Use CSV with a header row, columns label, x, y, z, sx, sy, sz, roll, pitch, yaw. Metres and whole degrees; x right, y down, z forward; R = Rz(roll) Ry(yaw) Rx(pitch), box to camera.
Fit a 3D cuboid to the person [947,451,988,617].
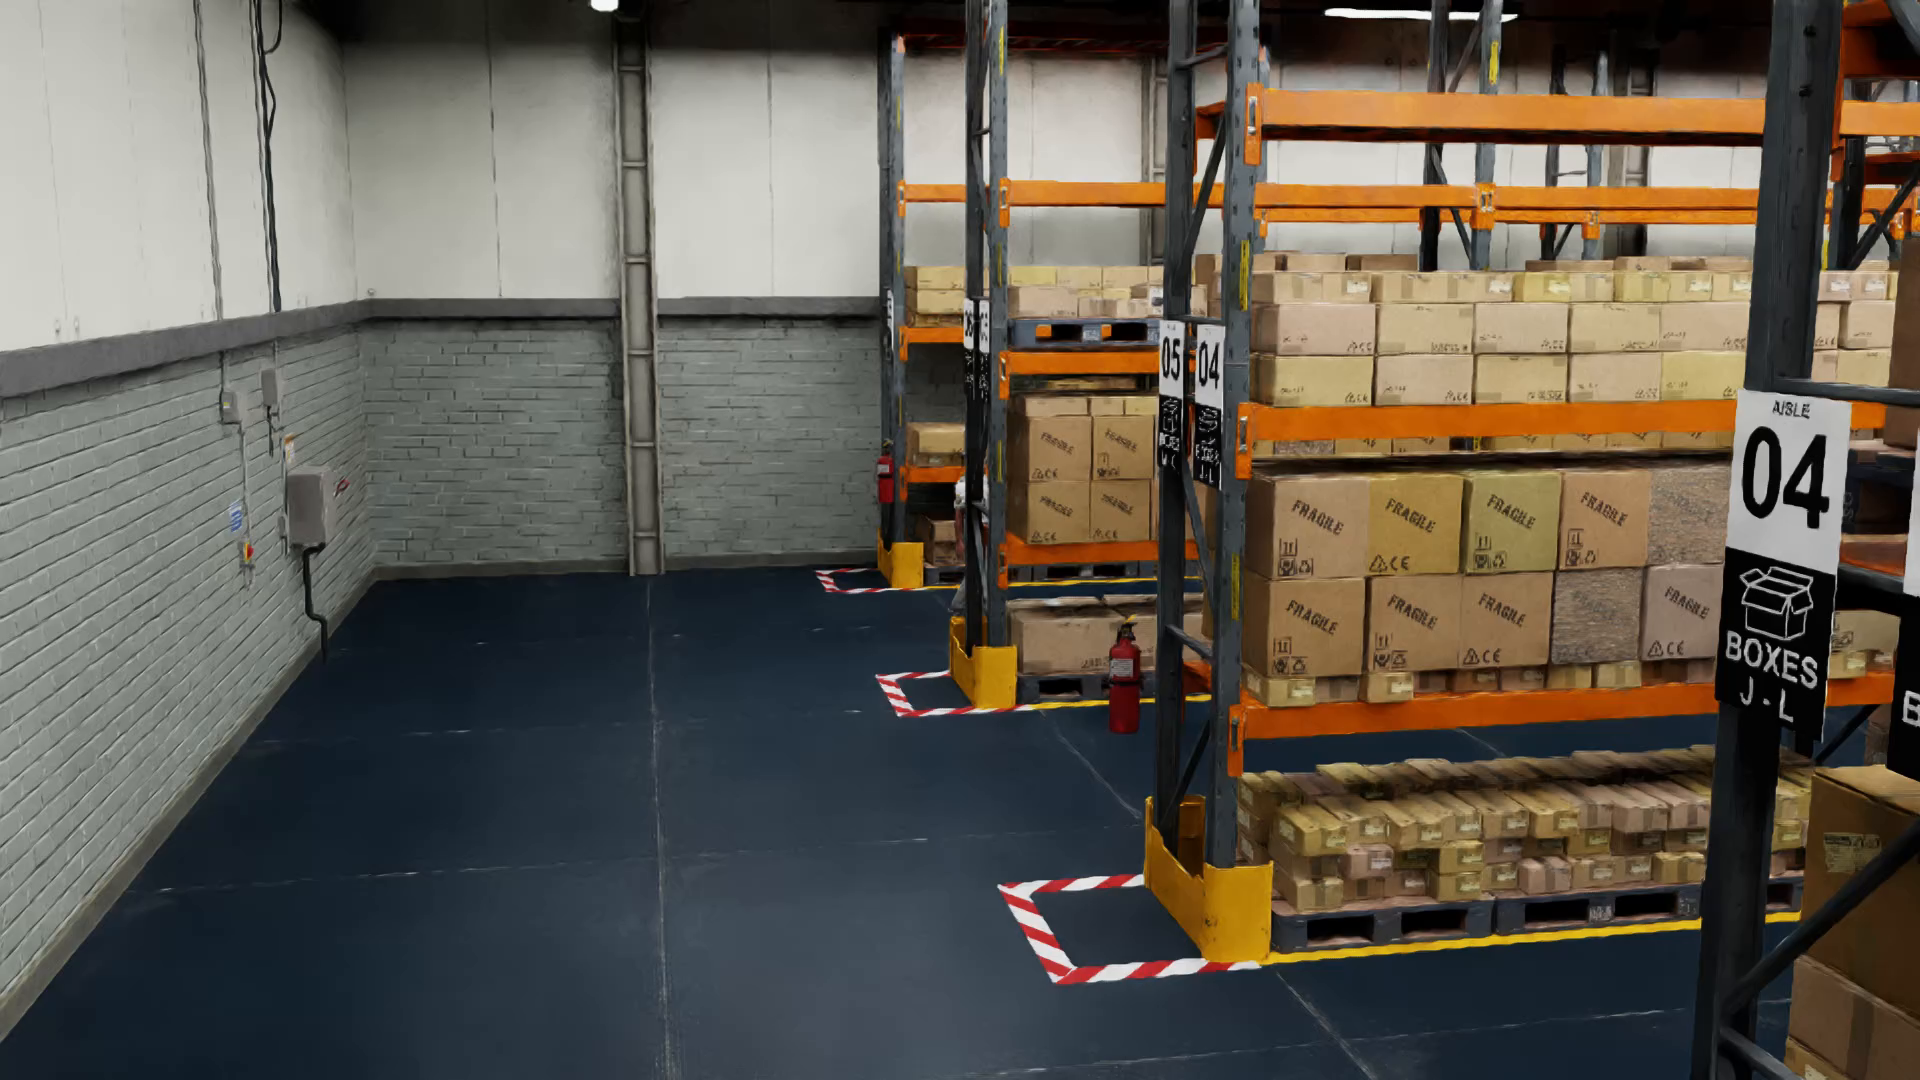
label,x,y,z,sx,sy,sz,roll,pitch,yaw
person,0.148,-0.035,16.043,0.662,1.757,0.602,5,11,26
